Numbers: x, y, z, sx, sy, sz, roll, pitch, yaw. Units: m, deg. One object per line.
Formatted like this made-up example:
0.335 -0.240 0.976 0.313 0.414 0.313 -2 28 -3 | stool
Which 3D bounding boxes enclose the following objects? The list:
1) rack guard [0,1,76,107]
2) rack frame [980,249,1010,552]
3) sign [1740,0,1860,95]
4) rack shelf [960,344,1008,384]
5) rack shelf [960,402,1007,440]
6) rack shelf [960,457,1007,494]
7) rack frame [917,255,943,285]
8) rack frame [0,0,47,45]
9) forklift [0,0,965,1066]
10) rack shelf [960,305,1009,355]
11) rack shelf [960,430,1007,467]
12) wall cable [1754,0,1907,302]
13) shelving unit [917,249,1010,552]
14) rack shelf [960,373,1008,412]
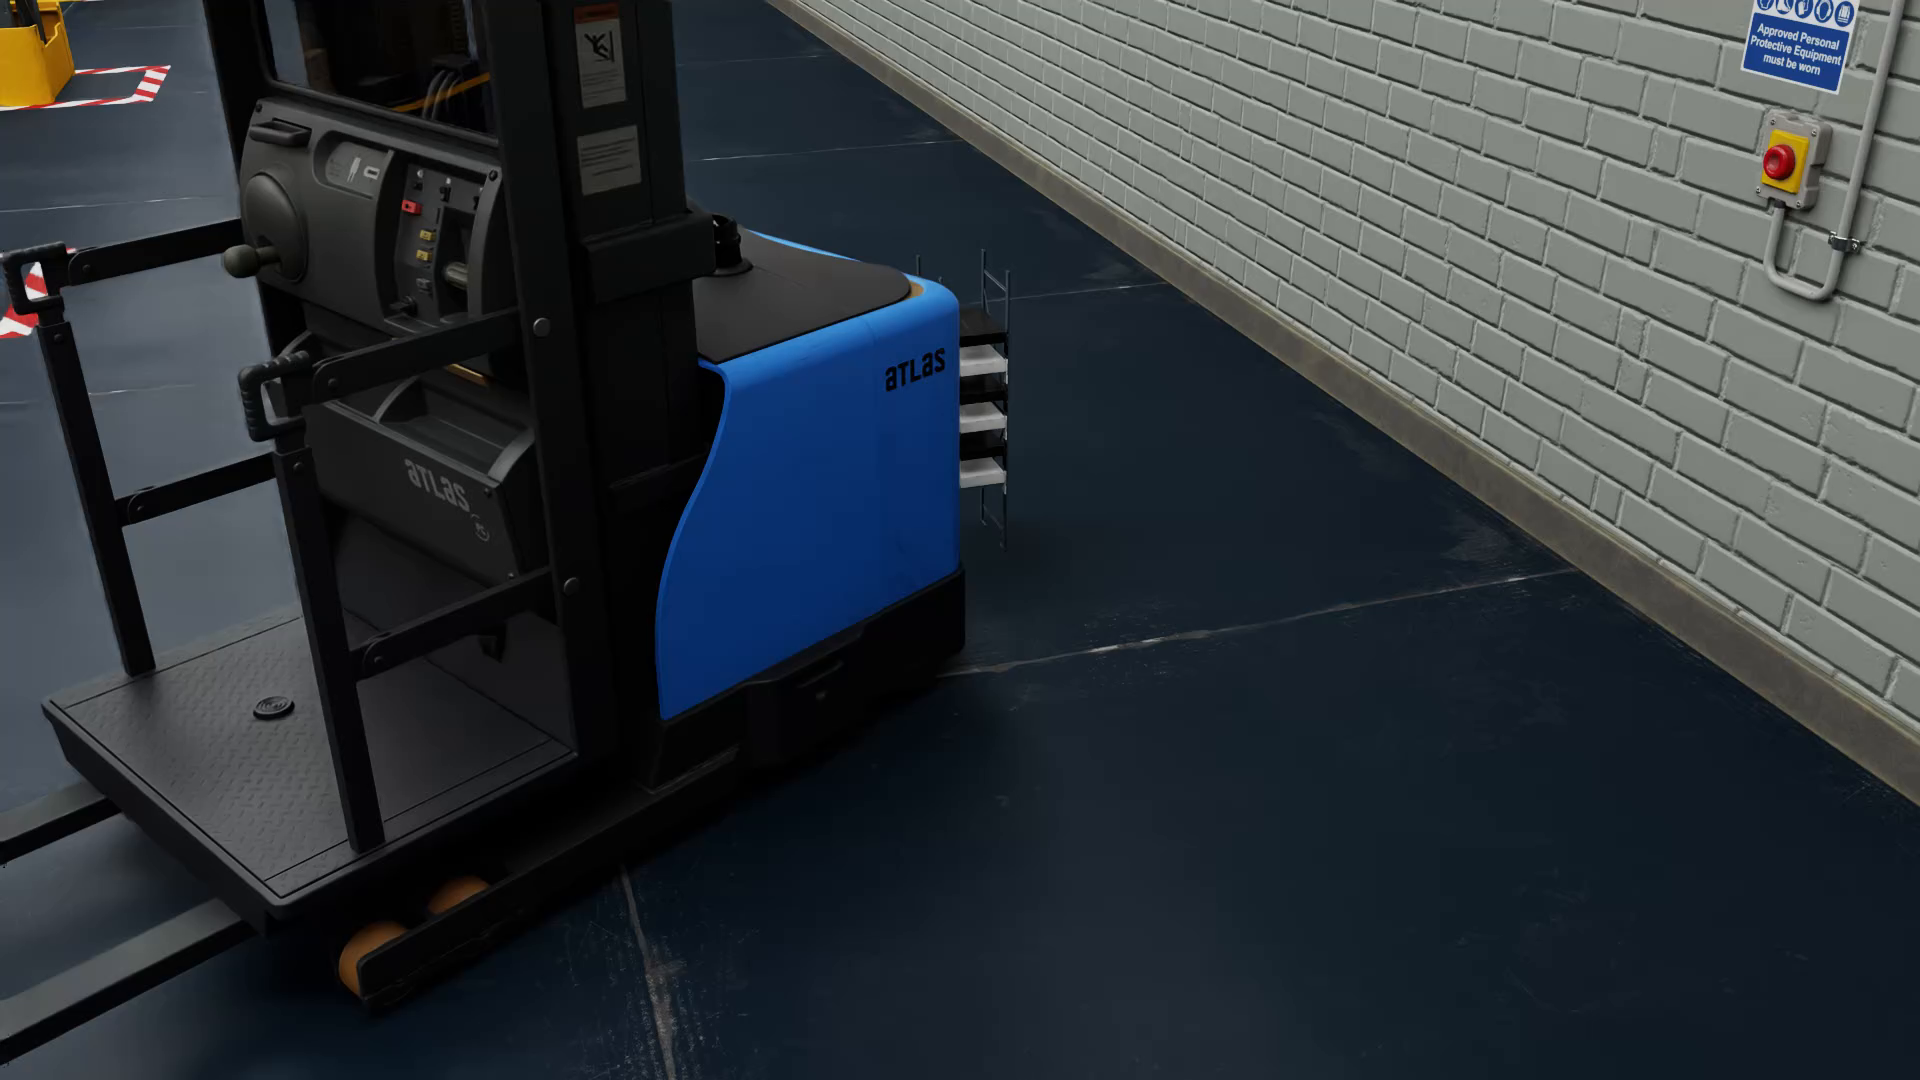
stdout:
-6.413 -3.358 11.453 0.348 0.500 1.175 -8 28 -16 | rack guard
0.104 -0.418 5.080 0.006 0.900 0.240 -8 28 -16 | rack frame
2.031 -1.221 4.032 0.001 0.218 0.327 -8 28 -16 | sign
0.008 -0.536 4.987 0.200 0.077 0.258 -8 28 -16 | rack shelf
0.008 -0.374 5.067 0.200 0.077 0.258 -8 28 -16 | rack shelf
0.008 -0.213 5.147 0.200 0.077 0.258 -8 28 -16 | rack shelf
-0.089 -0.390 5.024 0.006 0.900 0.240 -8 28 -16 | rack frame
-6.436 -4.475 10.890 0.127 3.000 1.000 -8 28 -16 | rack frame
-1.345 -0.630 3.223 1.130 2.935 3.031 22 34 37 | forklift
0.008 -0.616 4.947 0.200 0.077 0.258 -8 28 -16 | rack shelf
0.008 -0.294 5.107 0.200 0.077 0.258 -8 28 -16 | rack shelf
1.987 -1.540 3.801 0.123 1.953 0.585 -8 28 -16 | wall cable
0.008 -0.404 5.052 0.210 0.900 0.258 -8 28 -16 | shelving unit
0.008 -0.455 5.027 0.200 0.077 0.258 -8 28 -16 | rack shelf
